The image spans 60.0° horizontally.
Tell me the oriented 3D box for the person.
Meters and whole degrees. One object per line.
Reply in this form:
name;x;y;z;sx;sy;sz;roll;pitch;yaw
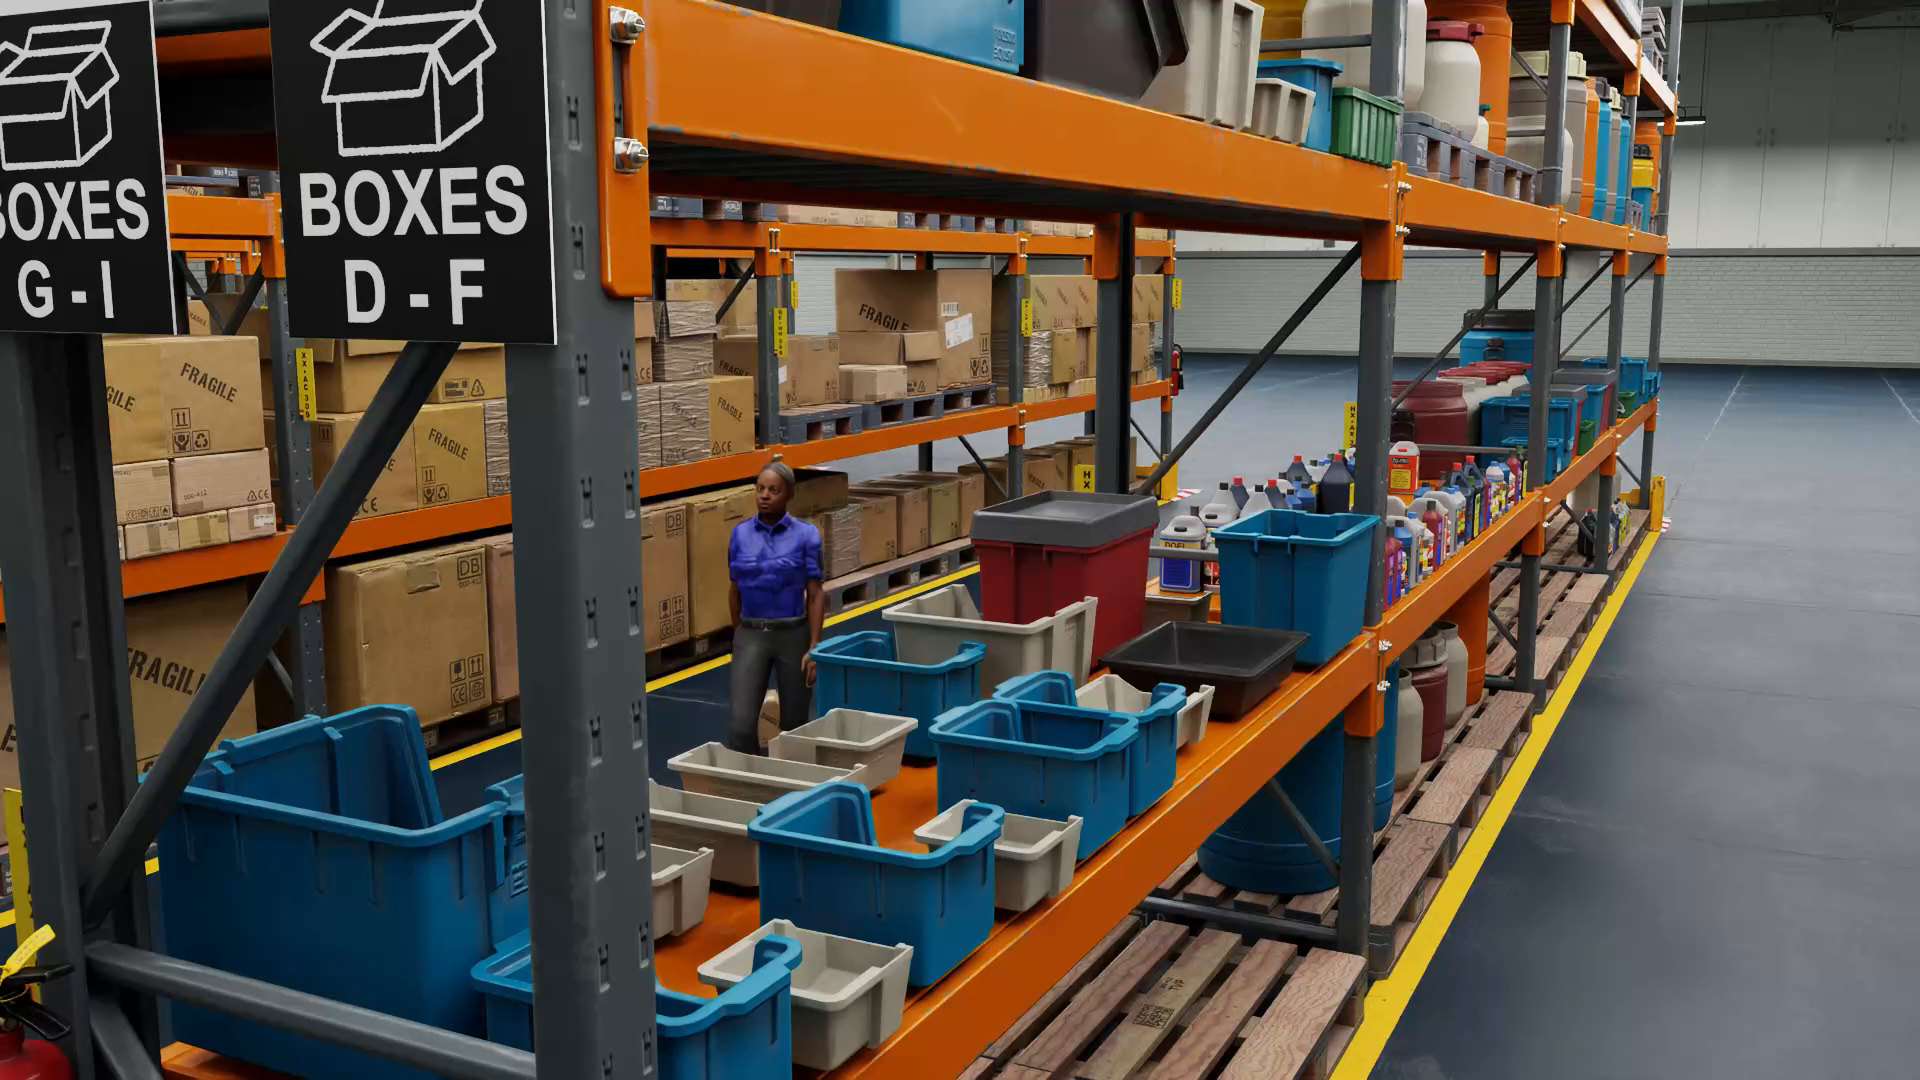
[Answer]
person;-0.809;0.519;7.282;0.443;1.716;0.627;0;9;2
